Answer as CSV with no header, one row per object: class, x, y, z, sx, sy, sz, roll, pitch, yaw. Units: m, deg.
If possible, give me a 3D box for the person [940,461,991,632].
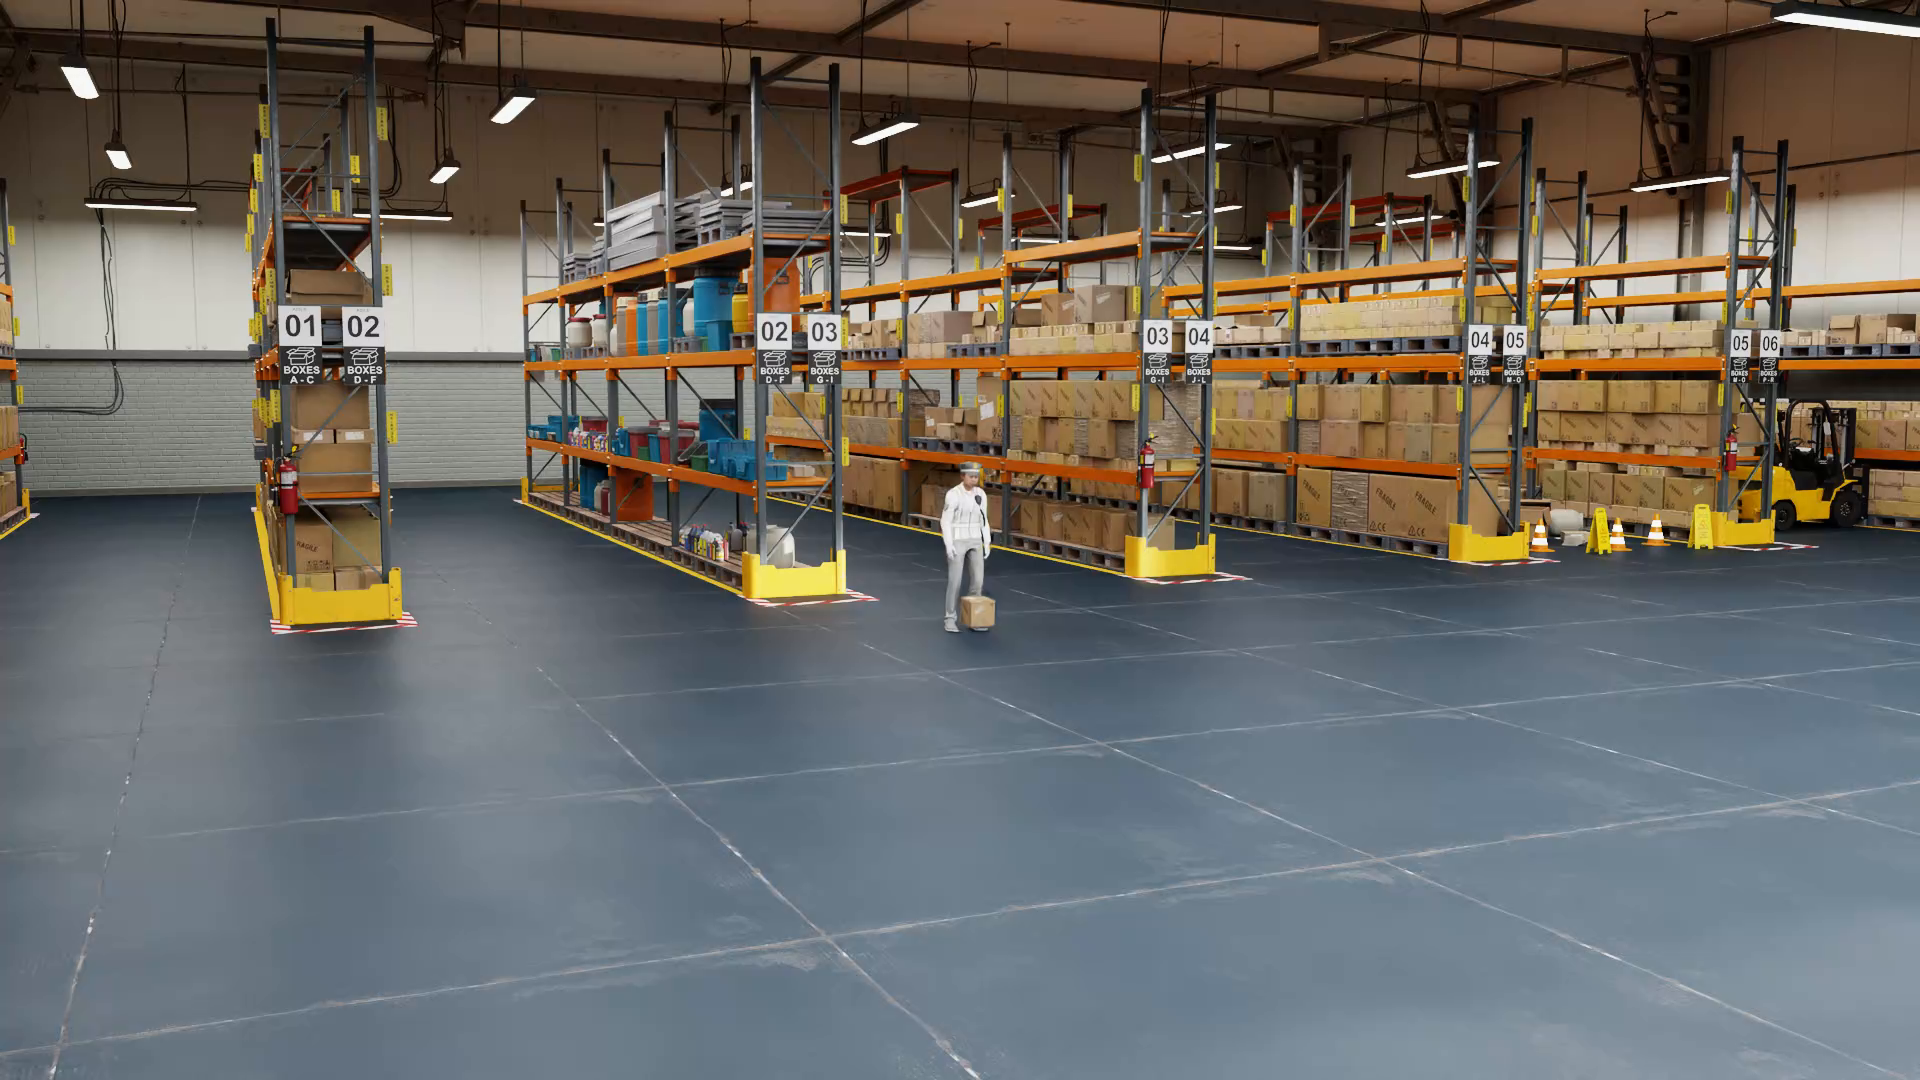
person,0.073,0.058,16.370,0.513,1.665,0.411,-3,6,-26
